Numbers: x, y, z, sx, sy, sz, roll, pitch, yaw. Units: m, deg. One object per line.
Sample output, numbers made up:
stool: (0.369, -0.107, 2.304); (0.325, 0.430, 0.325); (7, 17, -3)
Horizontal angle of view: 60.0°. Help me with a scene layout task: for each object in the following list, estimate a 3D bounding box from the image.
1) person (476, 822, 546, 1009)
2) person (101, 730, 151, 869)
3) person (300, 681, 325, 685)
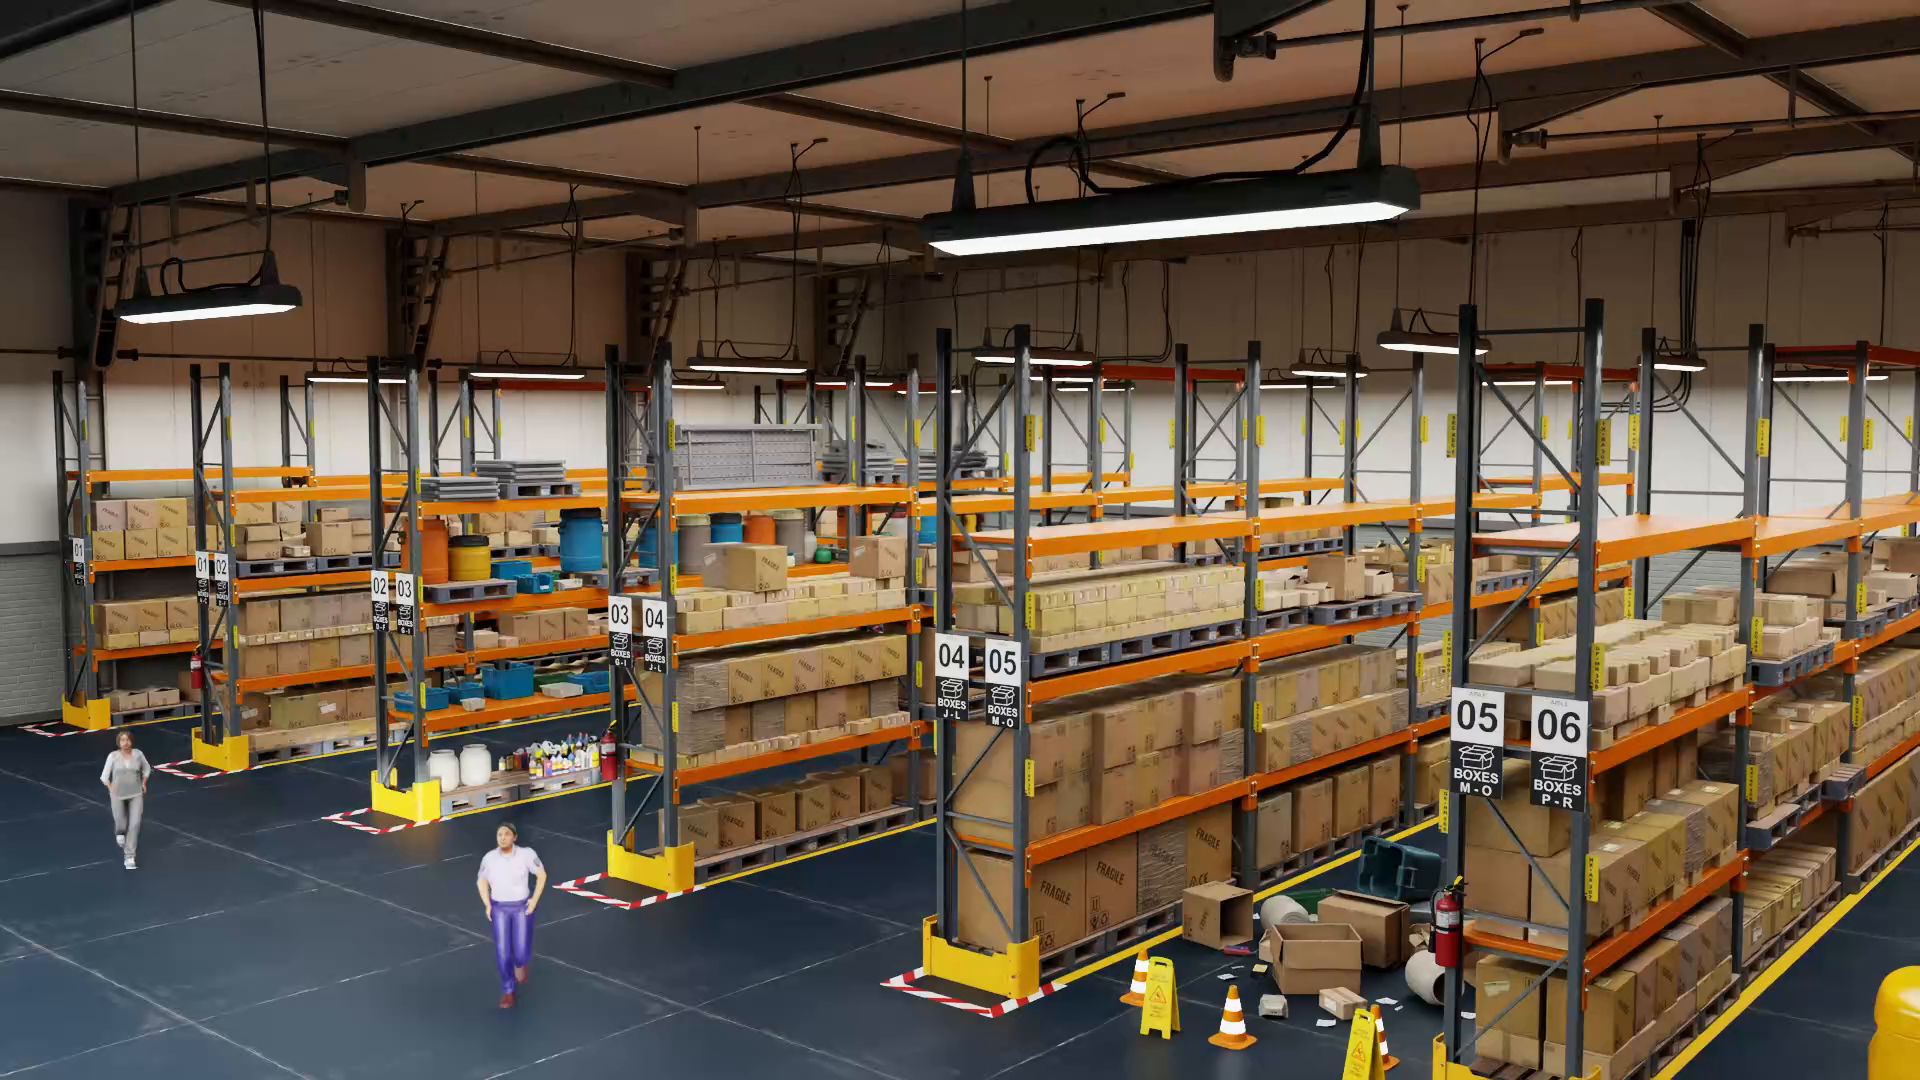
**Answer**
person: (-3.993, 3.305, 14.797); (0.602, 1.618, 0.526); (-1, 4, -8)
person: (-9.692, 2.992, 19.350); (0.533, 1.576, 0.717); (-3, 5, -32)
person: (-10.772, 2.272, 27.819); (0.678, 1.820, 0.738); (3, 5, 33)
